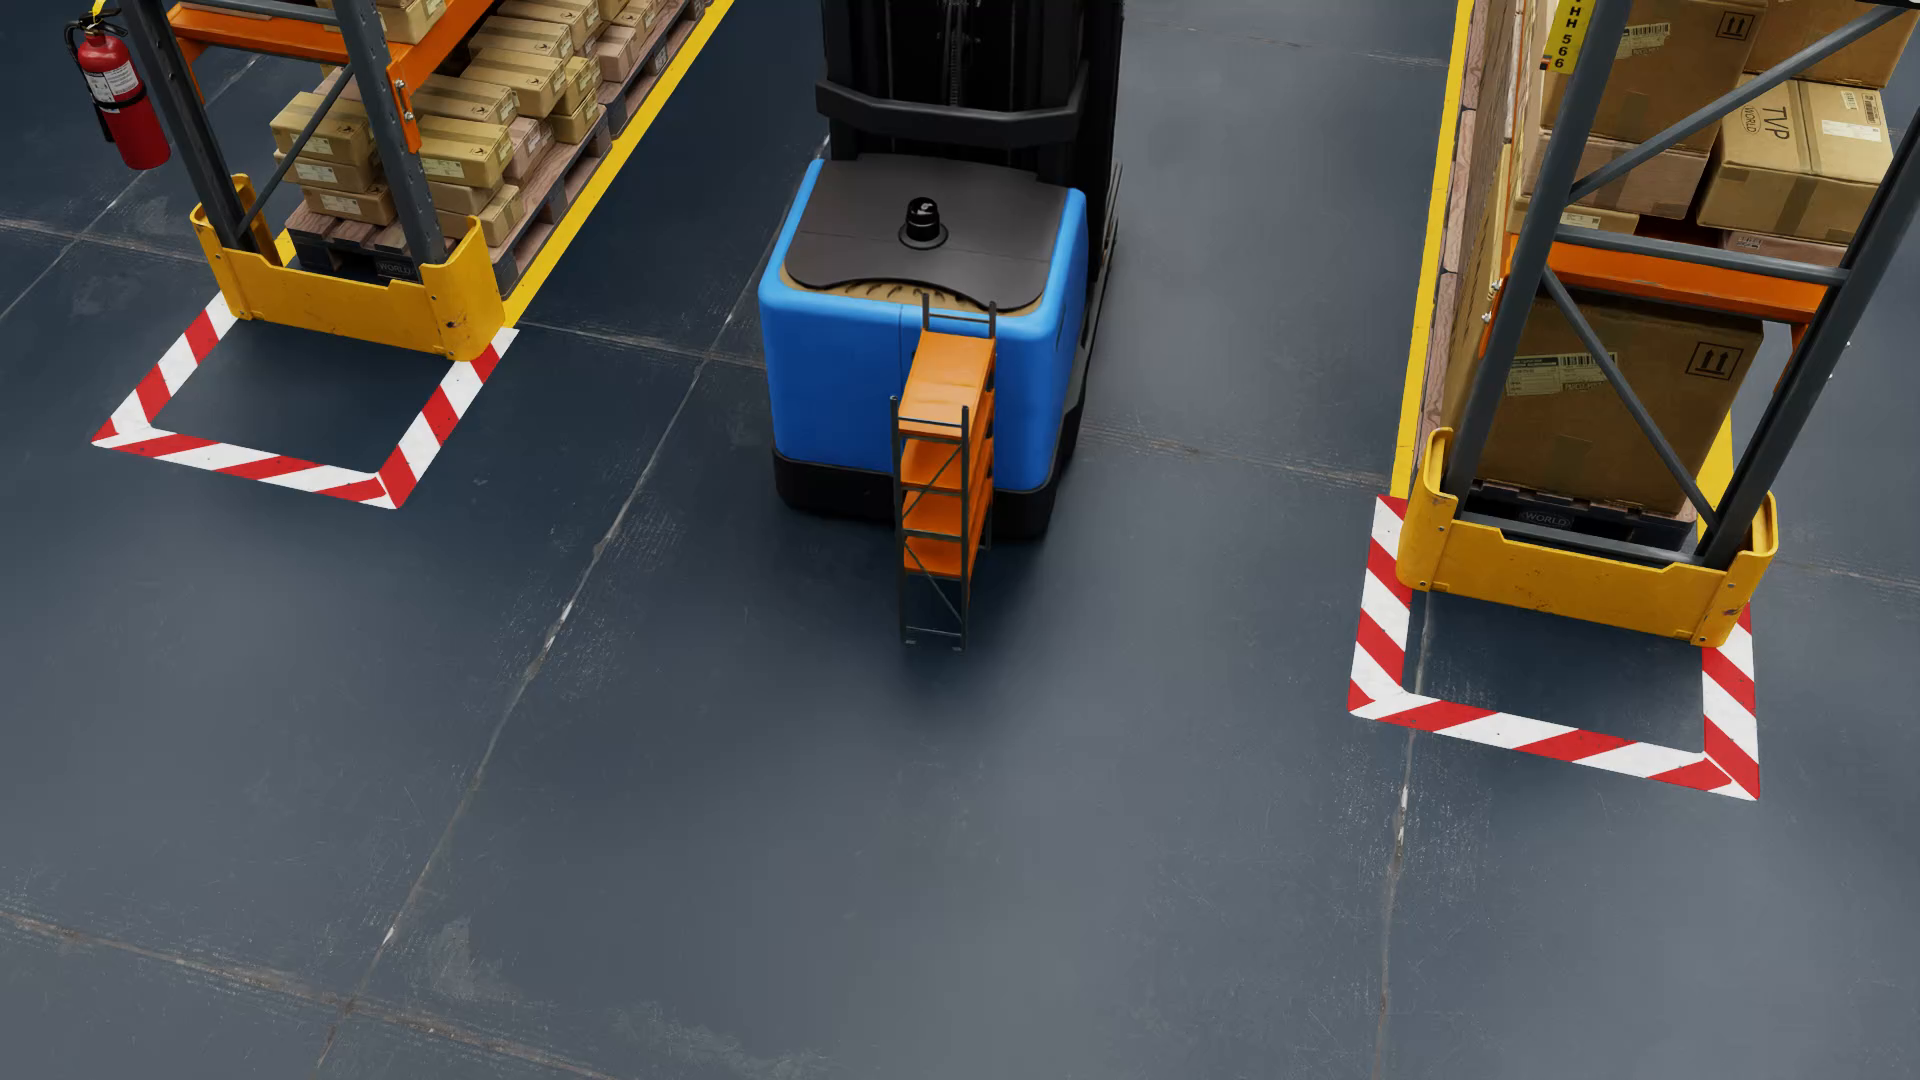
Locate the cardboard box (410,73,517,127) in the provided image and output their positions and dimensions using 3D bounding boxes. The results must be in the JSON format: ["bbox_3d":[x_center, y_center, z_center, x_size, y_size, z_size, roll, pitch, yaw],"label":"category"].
[{"bbox_3d":[-2.128,-1.833,7.092,0.380,0.149,0.250,12,50,11],"label":"cardboard box"}]

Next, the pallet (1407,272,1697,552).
[{"bbox_3d":[2.344,-0.525,6.572,1.003,0.211,1.213,12,50,10],"label":"pallet"}]

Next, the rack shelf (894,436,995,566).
[{"bbox_3d":[-0.048,-0.153,5.675,0.258,0.148,0.480,8,49,7],"label":"rack shelf"}]

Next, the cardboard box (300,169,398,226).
[{"bbox_3d":[-2.613,-1.523,7.215,0.380,0.149,0.250,12,50,11],"label":"cardboard box"}]

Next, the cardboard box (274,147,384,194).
[{"bbox_3d":[-2.686,-1.638,7.118,0.380,0.149,0.250,10,49,9],"label":"cardboard box"}]

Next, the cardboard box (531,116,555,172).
[{"bbox_3d":[-2.054,-1.803,7.462,0.380,0.149,0.250,12,50,10],"label":"cardboard box"}]

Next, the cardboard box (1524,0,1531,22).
[{"bbox_3d":[2.320,-2.020,6.199,0.380,0.149,0.250,12,50,10],"label":"cardboard box"}]

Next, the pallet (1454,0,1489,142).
[{"bbox_3d":[2.986,-2.290,8.130,1.003,0.211,1.213,12,50,10],"label":"pallet"}]

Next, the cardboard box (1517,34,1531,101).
[{"bbox_3d":[2.186,-1.644,5.868,0.380,0.149,0.250,12,50,11],"label":"cardboard box"}]

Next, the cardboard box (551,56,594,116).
[{"bbox_3d":[-1.886,-2.073,7.502,0.380,0.149,0.250,13,50,11],"label":"cardboard box"}]

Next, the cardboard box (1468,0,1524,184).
[{"bbox_3d":[2.774,-2.070,7.213,0.875,0.875,0.875,12,50,10],"label":"cardboard box"}]

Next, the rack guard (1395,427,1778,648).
[{"bbox_3d":[2.202,-0.009,5.925,1.175,0.500,0.348,12,50,10],"label":"rack guard"}]

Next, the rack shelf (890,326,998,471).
[{"bbox_3d":[-0.048,-0.458,5.330,0.258,0.148,0.480,8,49,7],"label":"rack shelf"}]

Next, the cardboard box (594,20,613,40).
[{"bbox_3d":[-1.877,-2.488,7.869,0.380,0.149,0.250,14,50,12],"label":"cardboard box"}]

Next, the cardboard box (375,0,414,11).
[{"bbox_3d":[-2.165,-2.307,6.020,0.500,0.500,0.500,14,50,12],"label":"cardboard box"}]

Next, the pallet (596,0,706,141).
[{"bbox_3d":[-1.959,-2.498,8.314,1.003,0.211,1.213,12,50,10],"label":"pallet"}]

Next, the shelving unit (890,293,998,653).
[{"bbox_3d":[-0.048,-0.198,5.624,0.258,1.200,0.503,8,49,7],"label":"shelving unit"}]

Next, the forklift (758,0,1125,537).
[{"bbox_3d":[0.084,-2.107,6.154,1.130,2.935,3.031,8,49,7],"label":"forklift"}]

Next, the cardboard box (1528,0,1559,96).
[{"bbox_3d":[2.214,-1.672,5.627,0.500,0.250,0.500,11,49,9],"label":"cardboard box"}]

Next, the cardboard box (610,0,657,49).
[{"bbox_3d":[-1.709,-2.538,8.111,0.380,0.149,0.250,12,50,10],"label":"cardboard box"}]

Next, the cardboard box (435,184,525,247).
[{"bbox_3d":[-2.103,-1.417,7.121,0.380,0.149,0.250,12,50,11],"label":"cardboard box"}]

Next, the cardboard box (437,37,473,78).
[{"bbox_3d":[-2.381,-2.188,7.603,0.380,0.149,0.250,11,49,10],"label":"cardboard box"}]

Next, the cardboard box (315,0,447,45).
[{"bbox_3d":[-2.148,-1.992,6.175,0.380,0.149,0.250,11,50,10],"label":"cardboard box"}]

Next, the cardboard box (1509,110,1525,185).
[{"bbox_3d":[2.051,-1.281,5.548,0.380,0.149,0.250,12,50,10],"label":"cardboard box"}]

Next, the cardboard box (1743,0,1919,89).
[{"bbox_3d":[2.727,-1.806,5.245,0.500,0.500,0.500,10,49,9],"label":"cardboard box"}]

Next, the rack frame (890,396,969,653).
[{"bbox_3d":[-0.092,-0.018,5.466,0.240,1.200,0.015,8,49,7],"label":"rack frame"}]

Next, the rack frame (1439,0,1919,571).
[{"bbox_3d":[2.209,-0.854,5.003,1.000,3.000,0.127,12,50,10],"label":"rack frame"}]

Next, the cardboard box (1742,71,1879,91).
[{"bbox_3d":[2.726,-1.574,5.540,0.500,0.250,0.500,11,49,10],"label":"cardboard box"}]

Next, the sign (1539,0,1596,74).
[{"bbox_3d":[1.689,-1.432,4.583,0.100,0.325,0.005,12,50,10],"label":"sign"}]

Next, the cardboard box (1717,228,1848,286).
[{"bbox_3d":[2.620,-0.962,5.266,0.380,0.149,0.250,12,50,10],"label":"cardboard box"}]

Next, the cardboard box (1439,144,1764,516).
[{"bbox_3d":[2.300,-0.768,6.064,0.875,0.875,0.875,12,50,10],"label":"cardboard box"}]

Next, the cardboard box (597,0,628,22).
[{"bbox_3d":[-1.757,-2.566,7.738,0.380,0.149,0.250,12,50,11],"label":"cardboard box"}]

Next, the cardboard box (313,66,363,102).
[{"bbox_3d":[-2.533,-1.901,7.152,0.380,0.149,0.250,12,50,11],"label":"cardboard box"}]

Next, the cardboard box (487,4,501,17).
[{"bbox_3d":[-2.342,-2.573,7.943,0.380,0.149,0.250,14,50,12],"label":"cardboard box"}]

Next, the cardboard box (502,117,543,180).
[{"bbox_3d":[-2.038,-1.715,7.186,0.380,0.149,0.250,11,50,10],"label":"cardboard box"}]

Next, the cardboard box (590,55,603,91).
[{"bbox_3d":[-1.906,-2.170,7.786,0.380,0.149,0.250,12,50,10],"label":"cardboard box"}]

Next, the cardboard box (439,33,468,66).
[{"bbox_3d":[-2.459,-2.288,7.494,0.380,0.149,0.250,10,49,9],"label":"cardboard box"}]

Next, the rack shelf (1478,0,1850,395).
[{"bbox_3d":[2.735,-2.062,6.549,1.077,0.370,4.000,12,50,10],"label":"rack shelf"}]

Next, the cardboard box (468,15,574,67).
[{"bbox_3d":[-1.952,-2.186,7.403,0.380,0.149,0.250,9,49,8],"label":"cardboard box"}]
